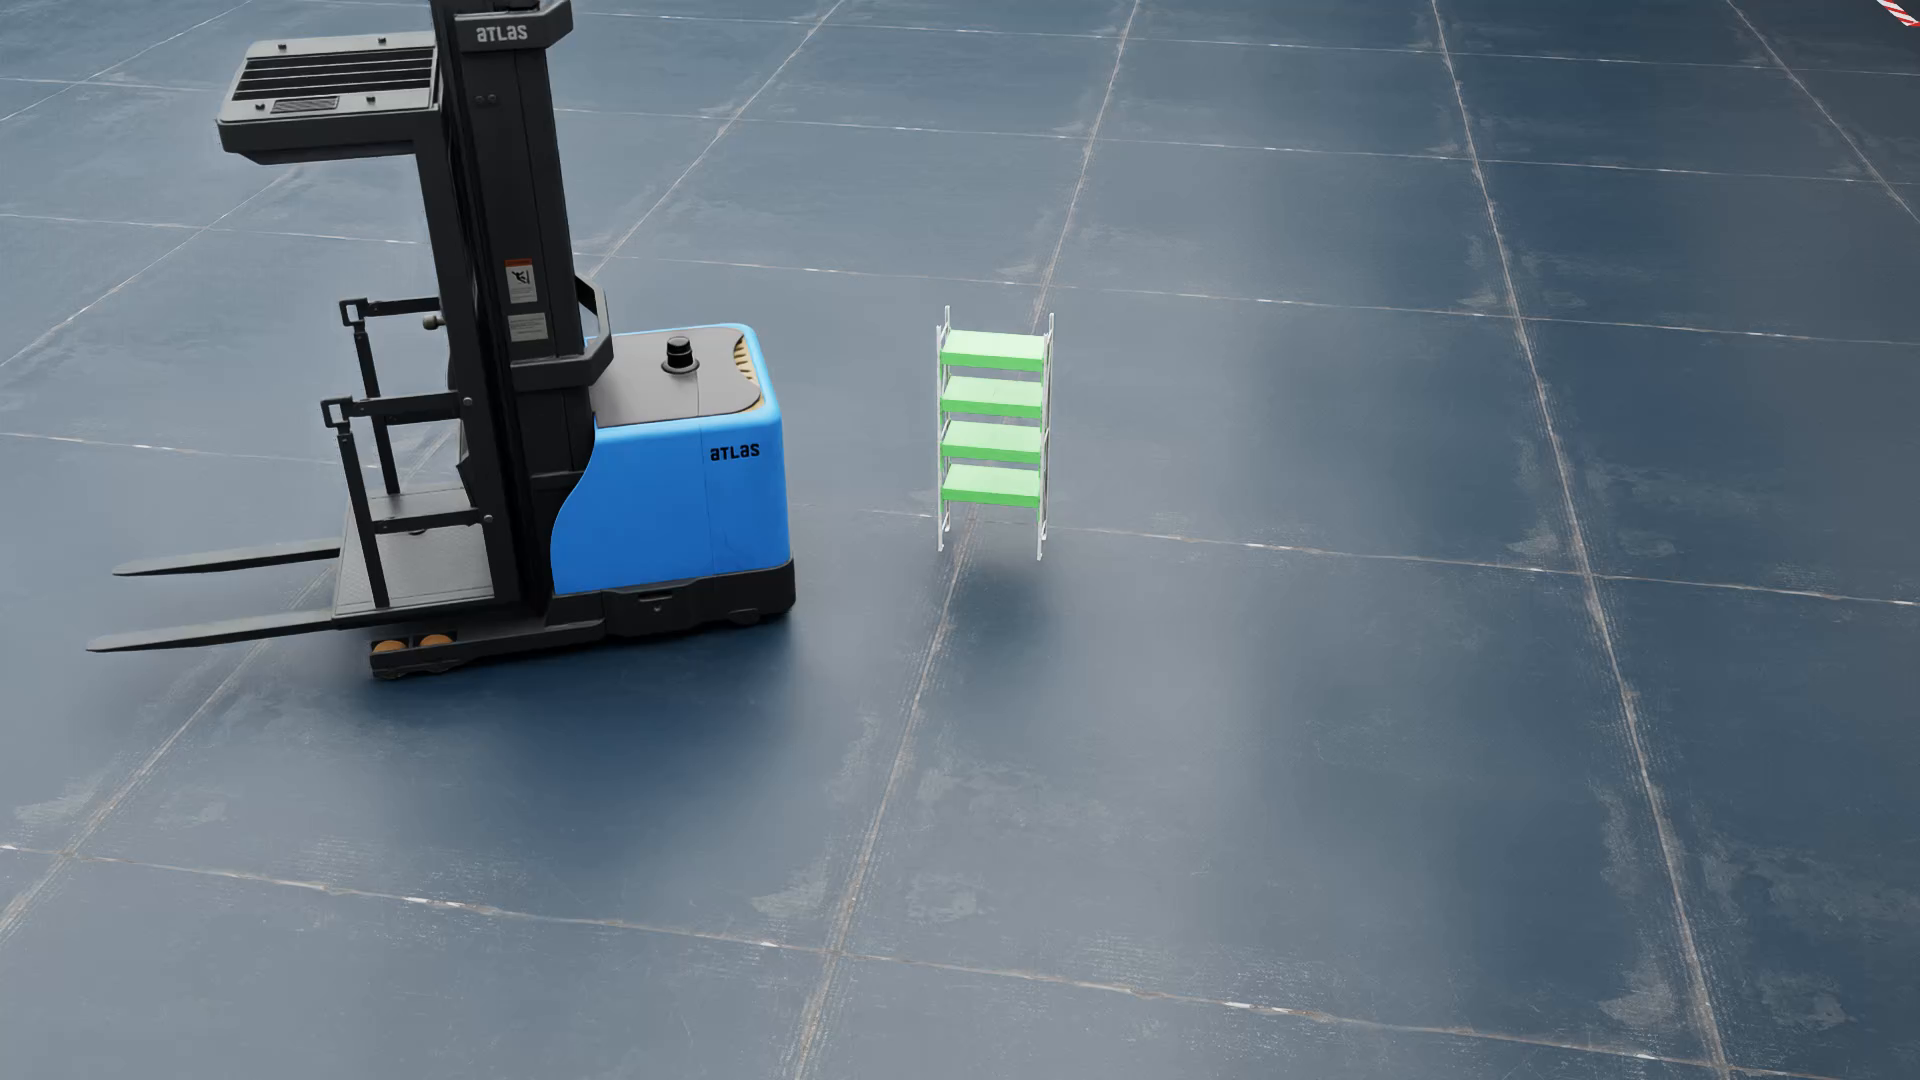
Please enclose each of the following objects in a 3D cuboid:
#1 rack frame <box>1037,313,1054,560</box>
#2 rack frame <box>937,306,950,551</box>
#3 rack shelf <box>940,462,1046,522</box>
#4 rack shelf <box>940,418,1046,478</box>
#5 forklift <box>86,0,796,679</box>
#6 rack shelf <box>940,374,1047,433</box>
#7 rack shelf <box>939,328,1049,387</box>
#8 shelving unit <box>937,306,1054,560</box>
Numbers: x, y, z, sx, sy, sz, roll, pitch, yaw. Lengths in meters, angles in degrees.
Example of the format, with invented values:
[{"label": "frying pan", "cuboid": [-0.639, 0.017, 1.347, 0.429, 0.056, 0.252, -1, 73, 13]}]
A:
[{"label": "rack frame", "cuboid": [0.404, -0.472, 7.873, 0.015, 1.200, 0.240, 5, 32, 8]}, {"label": "rack frame", "cuboid": [-0.077, -0.516, 7.943, 0.015, 1.200, 0.240, 5, 32, 8]}, {"label": "rack shelf", "cuboid": [0.163, -0.236, 8.069, 0.480, 0.148, 0.258, 5, 32, 8]}, {"label": "rack shelf", "cuboid": [0.163, -0.440, 7.942, 0.480, 0.148, 0.258, 5, 32, 8]}, {"label": "forklift", "cuboid": [-2.330, -0.944, 6.996, 3.031, 2.935, 1.130, -7, 33, -11]}, {"label": "rack shelf", "cuboid": [0.163, -0.643, 7.815, 0.480, 0.148, 0.258, 5, 32, 8]}, {"label": "rack shelf", "cuboid": [0.163, -0.847, 7.687, 0.480, 0.148, 0.258, 5, 32, 8]}, {"label": "shelving unit", "cuboid": [0.163, -0.494, 7.908, 0.503, 1.200, 0.258, 5, 32, 8]}]
